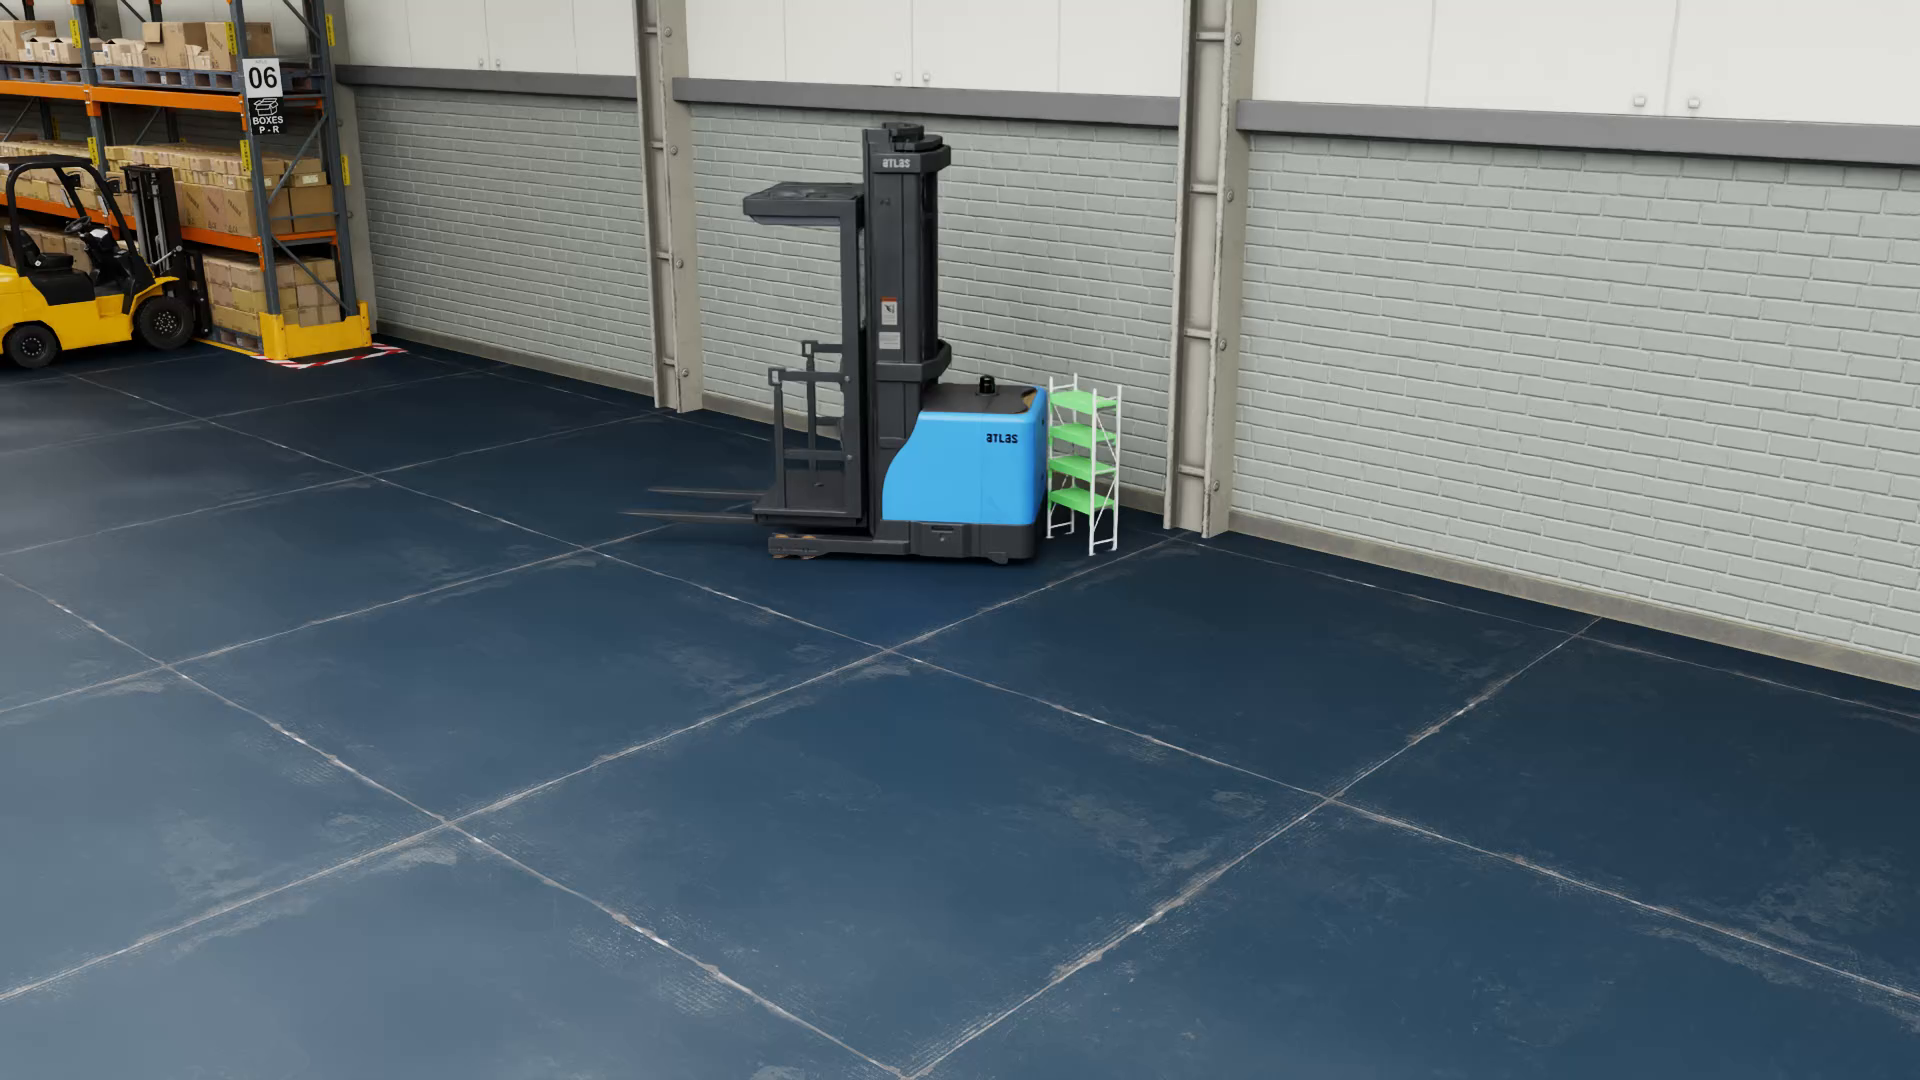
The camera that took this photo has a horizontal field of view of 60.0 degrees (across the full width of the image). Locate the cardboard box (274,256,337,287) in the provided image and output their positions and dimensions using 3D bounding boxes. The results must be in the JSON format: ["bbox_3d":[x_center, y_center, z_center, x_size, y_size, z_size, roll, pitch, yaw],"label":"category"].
[{"bbox_3d":[-7.525,-3.087,19.078,0.500,0.250,0.500,15,23,38],"label":"cardboard box"}]

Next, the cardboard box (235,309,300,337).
[{"bbox_3d":[-7.852,-2.494,18.863,0.500,0.250,0.500,15,23,40],"label":"cardboard box"}]

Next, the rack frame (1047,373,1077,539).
[{"bbox_3d":[0.738,-0.602,12.026,0.240,1.200,0.015,-12,21,-33],"label":"rack frame"}]

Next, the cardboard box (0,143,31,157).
[{"bbox_3d":[-12.822,-5.315,22.662,0.250,0.149,0.380,16,24,41],"label":"cardboard box"}]

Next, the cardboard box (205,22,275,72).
[{"bbox_3d":[-7.784,-5.340,17.997,0.500,0.500,0.500,16,24,41],"label":"cardboard box"}]

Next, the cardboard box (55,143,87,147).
[{"bbox_3d":[-12.100,-5.329,22.705,0.250,0.149,0.380,15,23,39],"label":"cardboard box"}]

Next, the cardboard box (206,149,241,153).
[{"bbox_3d":[-8.738,-4.565,19.808,0.250,0.149,0.380,16,24,41],"label":"cardboard box"}]

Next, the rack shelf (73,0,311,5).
[{"bbox_3d":[-8.787,-6.309,18.965,4.000,0.370,1.077,15,23,39],"label":"rack shelf"}]

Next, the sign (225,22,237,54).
[{"bbox_3d":[-7.661,-5.276,17.485,0.005,0.325,0.100,15,23,39],"label":"sign"}]

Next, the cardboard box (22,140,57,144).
[{"bbox_3d":[-12.897,-5.525,23.325,0.250,0.149,0.380,16,24,41],"label":"cardboard box"}]

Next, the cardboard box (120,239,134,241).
[{"bbox_3d":[-10.680,-3.555,21.587,0.625,0.625,0.875,16,24,42],"label":"cardboard box"}]

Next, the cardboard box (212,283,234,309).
[{"bbox_3d":[-8.230,-2.840,19.125,0.500,0.250,0.500,15,23,39],"label":"cardboard box"}]

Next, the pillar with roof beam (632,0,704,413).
[{"bbox_3d":[-5.583,-4.606,11.749,0.400,9.000,9.100,15,23,39],"label":"pillar with roof beam"}]

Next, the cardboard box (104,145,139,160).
[{"bbox_3d":[-10.241,-4.752,20.398,0.250,0.149,0.380,16,23,40],"label":"cardboard box"}]

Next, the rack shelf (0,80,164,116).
[{"bbox_3d":[-11.778,-5.873,21.889,4.000,0.370,1.077,15,23,39],"label":"rack shelf"}]

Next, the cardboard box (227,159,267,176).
[{"bbox_3d":[-7.904,-4.147,18.490,0.250,0.149,0.380,15,23,39],"label":"cardboard box"}]

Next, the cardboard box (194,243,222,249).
[{"bbox_3d":[-9.028,-3.493,20.357,0.500,0.250,0.500,15,23,40],"label":"cardboard box"}]

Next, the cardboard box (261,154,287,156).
[{"bbox_3d":[-7.956,-4.359,19.159,0.250,0.149,0.380,15,23,40],"label":"cardboard box"}]

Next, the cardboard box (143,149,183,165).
[{"bbox_3d":[-9.452,-4.550,19.760,0.250,0.149,0.380,15,23,38],"label":"cardboard box"}]

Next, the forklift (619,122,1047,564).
[{"bbox_3d":[-0.914,-1.415,11.725,3.031,2.935,1.130,2,18,8],"label":"forklift"}]

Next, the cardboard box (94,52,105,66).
[{"bbox_3d":[-10.148,-5.784,19.974,0.250,0.149,0.380,16,23,40],"label":"cardboard box"}]

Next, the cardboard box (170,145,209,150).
[{"bbox_3d":[-9.476,-4.778,20.478,0.250,0.149,0.380,15,23,39],"label":"cardboard box"}]

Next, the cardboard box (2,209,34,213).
[{"bbox_3d":[-14.019,-4.848,24.794,0.250,0.149,0.380,14,22,37],"label":"cardboard box"}]

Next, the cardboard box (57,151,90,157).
[{"bbox_3d":[-11.323,-4.891,21.328,0.250,0.149,0.380,14,22,38],"label":"cardboard box"}]

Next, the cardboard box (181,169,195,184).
[{"bbox_3d":[-8.712,-4.197,19.139,0.250,0.149,0.380,15,23,40],"label":"cardboard box"}]

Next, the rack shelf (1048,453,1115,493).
[{"bbox_3d":[0.878,-0.481,11.855,0.258,0.148,0.480,-12,21,-33],"label":"rack shelf"}]

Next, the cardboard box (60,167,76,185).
[{"bbox_3d":[-11.209,-4.694,21.365,0.500,0.250,0.500,14,23,38],"label":"cardboard box"}]

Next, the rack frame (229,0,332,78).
[{"bbox_3d":[-7.291,-6.441,17.531,0.127,3.000,1.000,15,23,39],"label":"rack frame"}]

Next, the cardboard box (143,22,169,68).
[{"bbox_3d":[-8.895,-5.696,19.113,0.637,0.503,0.797,16,24,41],"label":"cardboard box"}]

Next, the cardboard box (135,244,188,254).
[{"bbox_3d":[-9.753,-3.478,20.310,0.500,0.250,0.500,15,23,39],"label":"cardboard box"}]

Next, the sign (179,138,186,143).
[{"bbox_3d":[-9.915,-4.961,21.223,0.005,0.325,0.100,15,23,39],"label":"sign"}]

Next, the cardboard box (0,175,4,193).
[{"bbox_3d":[-13.105,-4.972,23.067,0.500,0.250,0.500,15,23,39],"label":"cardboard box"}]

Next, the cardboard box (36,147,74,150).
[{"bbox_3d":[-12.000,-5.127,22.070,0.250,0.149,0.380,15,23,39],"label":"cardboard box"}]

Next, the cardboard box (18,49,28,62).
[{"bbox_3d":[-11.883,-6.249,21.442,0.250,0.149,0.380,15,23,39],"label":"cardboard box"}]

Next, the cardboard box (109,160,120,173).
[{"bbox_3d":[-10.219,-4.618,20.467,0.250,0.149,0.380,15,23,38],"label":"cardboard box"}]

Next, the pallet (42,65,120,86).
[{"bbox_3d":[-10.951,-5.897,21.093,1.217,0.209,0.805,14,22,37],"label":"pallet"}]

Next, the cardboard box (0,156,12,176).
[{"bbox_3d":[-12.731,-5.109,22.674,0.500,0.250,0.500,16,24,41],"label":"cardboard box"}]

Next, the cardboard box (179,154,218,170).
[{"bbox_3d":[-8.720,-4.338,19.092,0.250,0.149,0.380,16,23,40],"label":"cardboard box"}]

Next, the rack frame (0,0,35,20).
[{"bbox_3d":[-13.274,-8.047,22.592,0.127,3.000,1.000,15,23,39],"label":"rack frame"}]

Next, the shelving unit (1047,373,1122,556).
[{"bbox_3d":[0.878,-0.542,11.836,0.258,1.200,0.503,-12,21,-33],"label":"shelving unit"}]

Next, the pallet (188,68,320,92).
[{"bbox_3d":[-7.802,-5.117,18.464,1.213,0.211,1.003,15,23,39],"label":"pallet"}]

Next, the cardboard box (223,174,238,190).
[{"bbox_3d":[-7.947,-3.989,18.485,0.250,0.149,0.380,16,23,40],"label":"cardboard box"}]

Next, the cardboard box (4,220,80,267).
[{"bbox_3d":[-12.817,-4.128,23.391,0.625,0.625,0.875,16,24,41],"label":"cardboard box"}]

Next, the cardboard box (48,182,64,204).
[{"bbox_3d":[-11.564,-4.562,21.774,0.500,0.250,0.500,15,23,40],"label":"cardboard box"}]

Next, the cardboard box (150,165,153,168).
[{"bbox_3d":[-9.480,-4.401,19.783,0.250,0.149,0.380,15,23,39],"label":"cardboard box"}]

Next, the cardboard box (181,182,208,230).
[{"bbox_3d":[-8.599,-3.878,19.206,0.500,0.500,0.500,14,23,38],"label":"cardboard box"}]

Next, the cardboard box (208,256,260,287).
[{"bbox_3d":[-8.228,-3.071,19.027,0.500,0.250,0.500,16,23,40],"label":"cardboard box"}]
